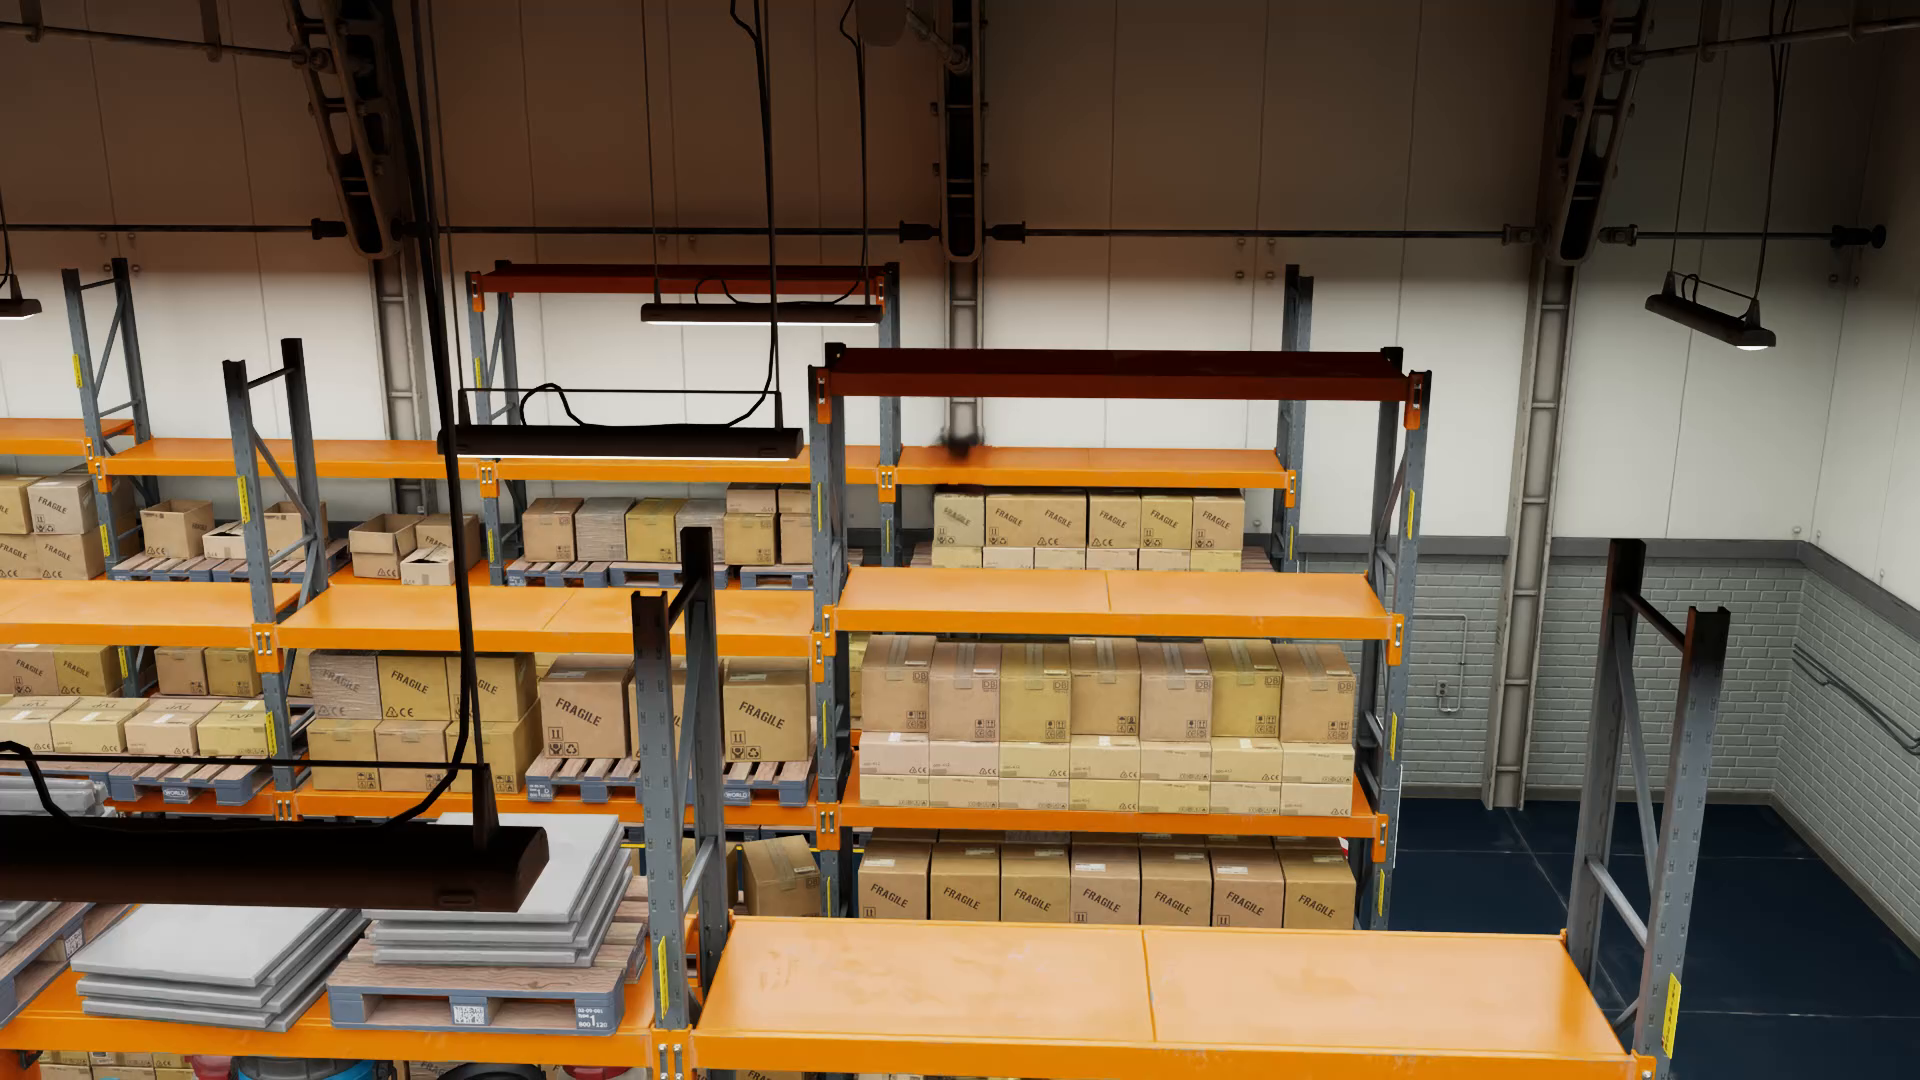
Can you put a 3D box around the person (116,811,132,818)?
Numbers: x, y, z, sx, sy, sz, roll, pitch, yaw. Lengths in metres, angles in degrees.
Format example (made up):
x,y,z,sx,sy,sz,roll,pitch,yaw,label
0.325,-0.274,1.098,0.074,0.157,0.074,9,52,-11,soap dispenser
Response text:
x,y,z,sx,sy,sz,roll,pitch,yaw,label
-8.206,2.825,15.962,0.510,1.728,0.413,-2,16,-8,person
